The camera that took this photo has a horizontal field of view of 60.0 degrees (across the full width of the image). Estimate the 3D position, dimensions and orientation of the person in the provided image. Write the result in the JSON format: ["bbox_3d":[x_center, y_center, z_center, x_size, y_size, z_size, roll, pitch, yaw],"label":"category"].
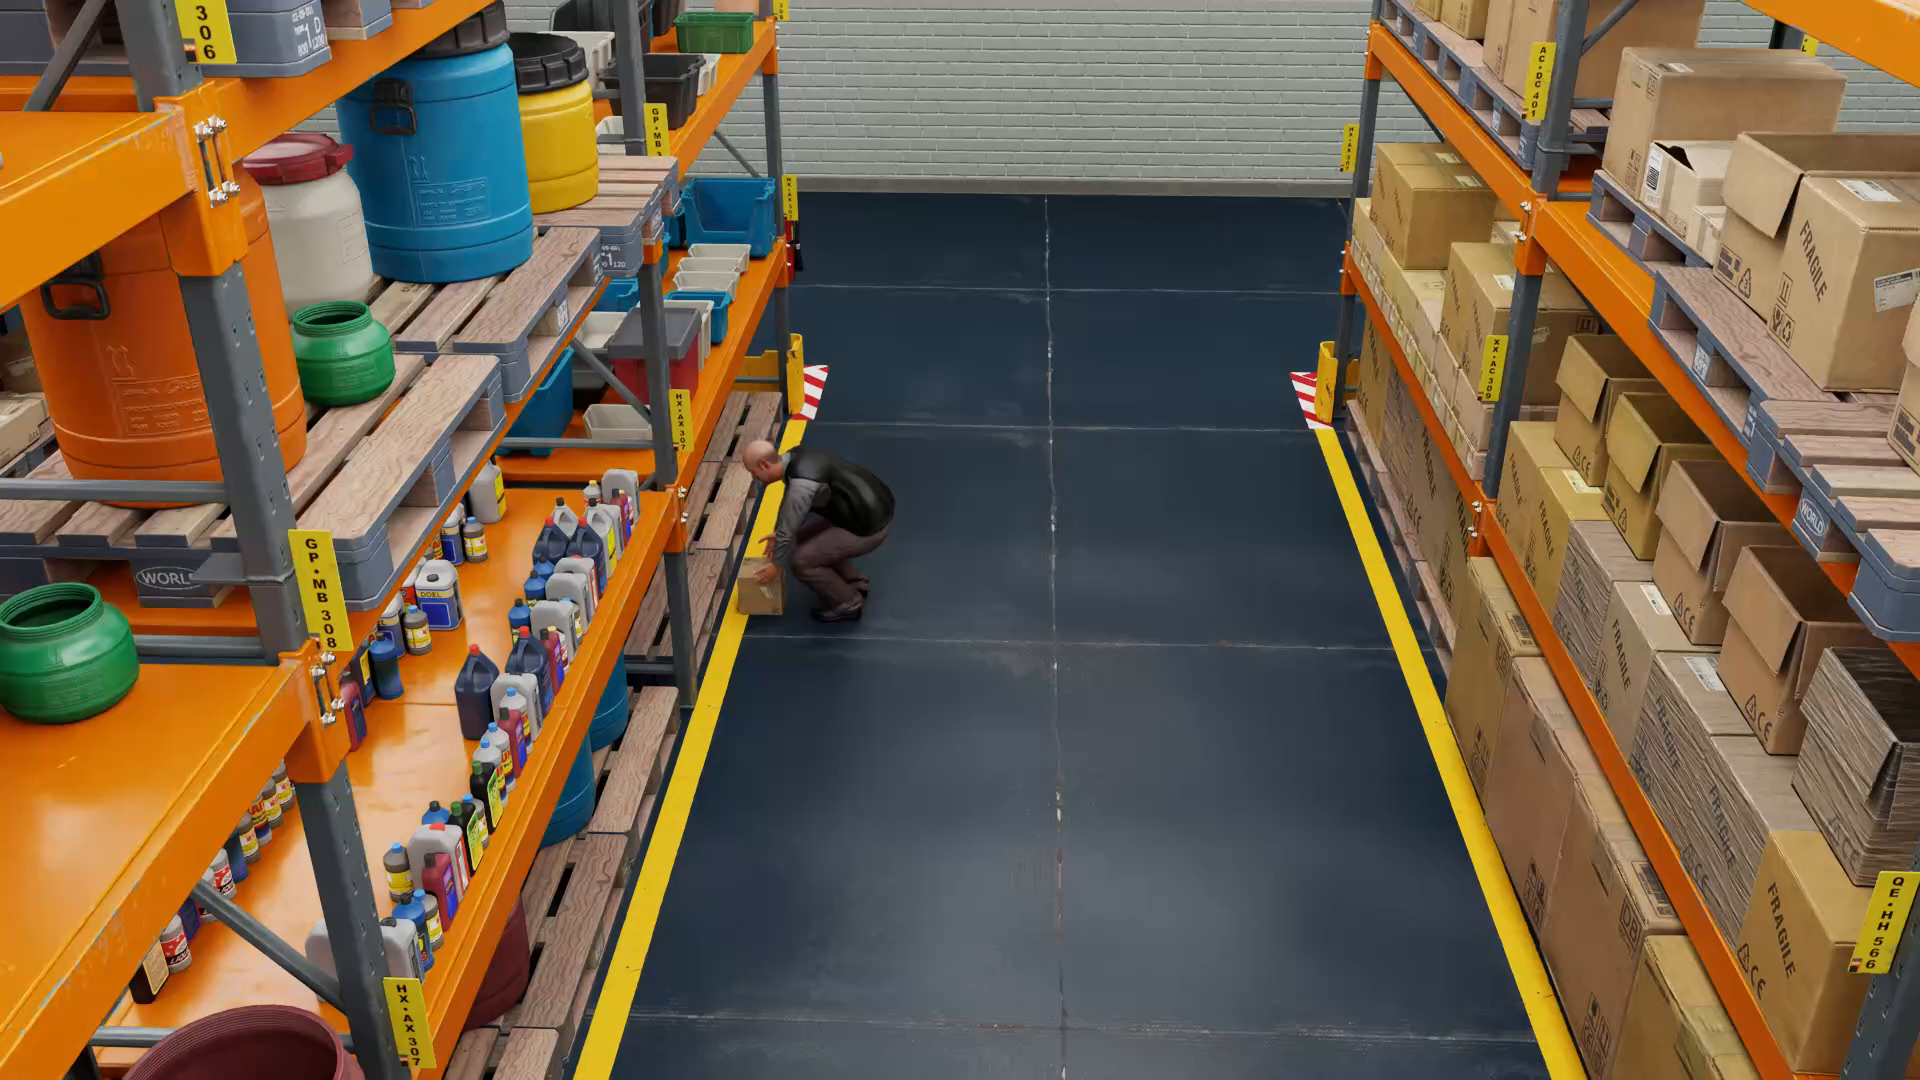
[{"bbox_3d":[-0.862,0.058,9.584,0.935,0.792,0.506,0,28,1],"label":"person"}]
